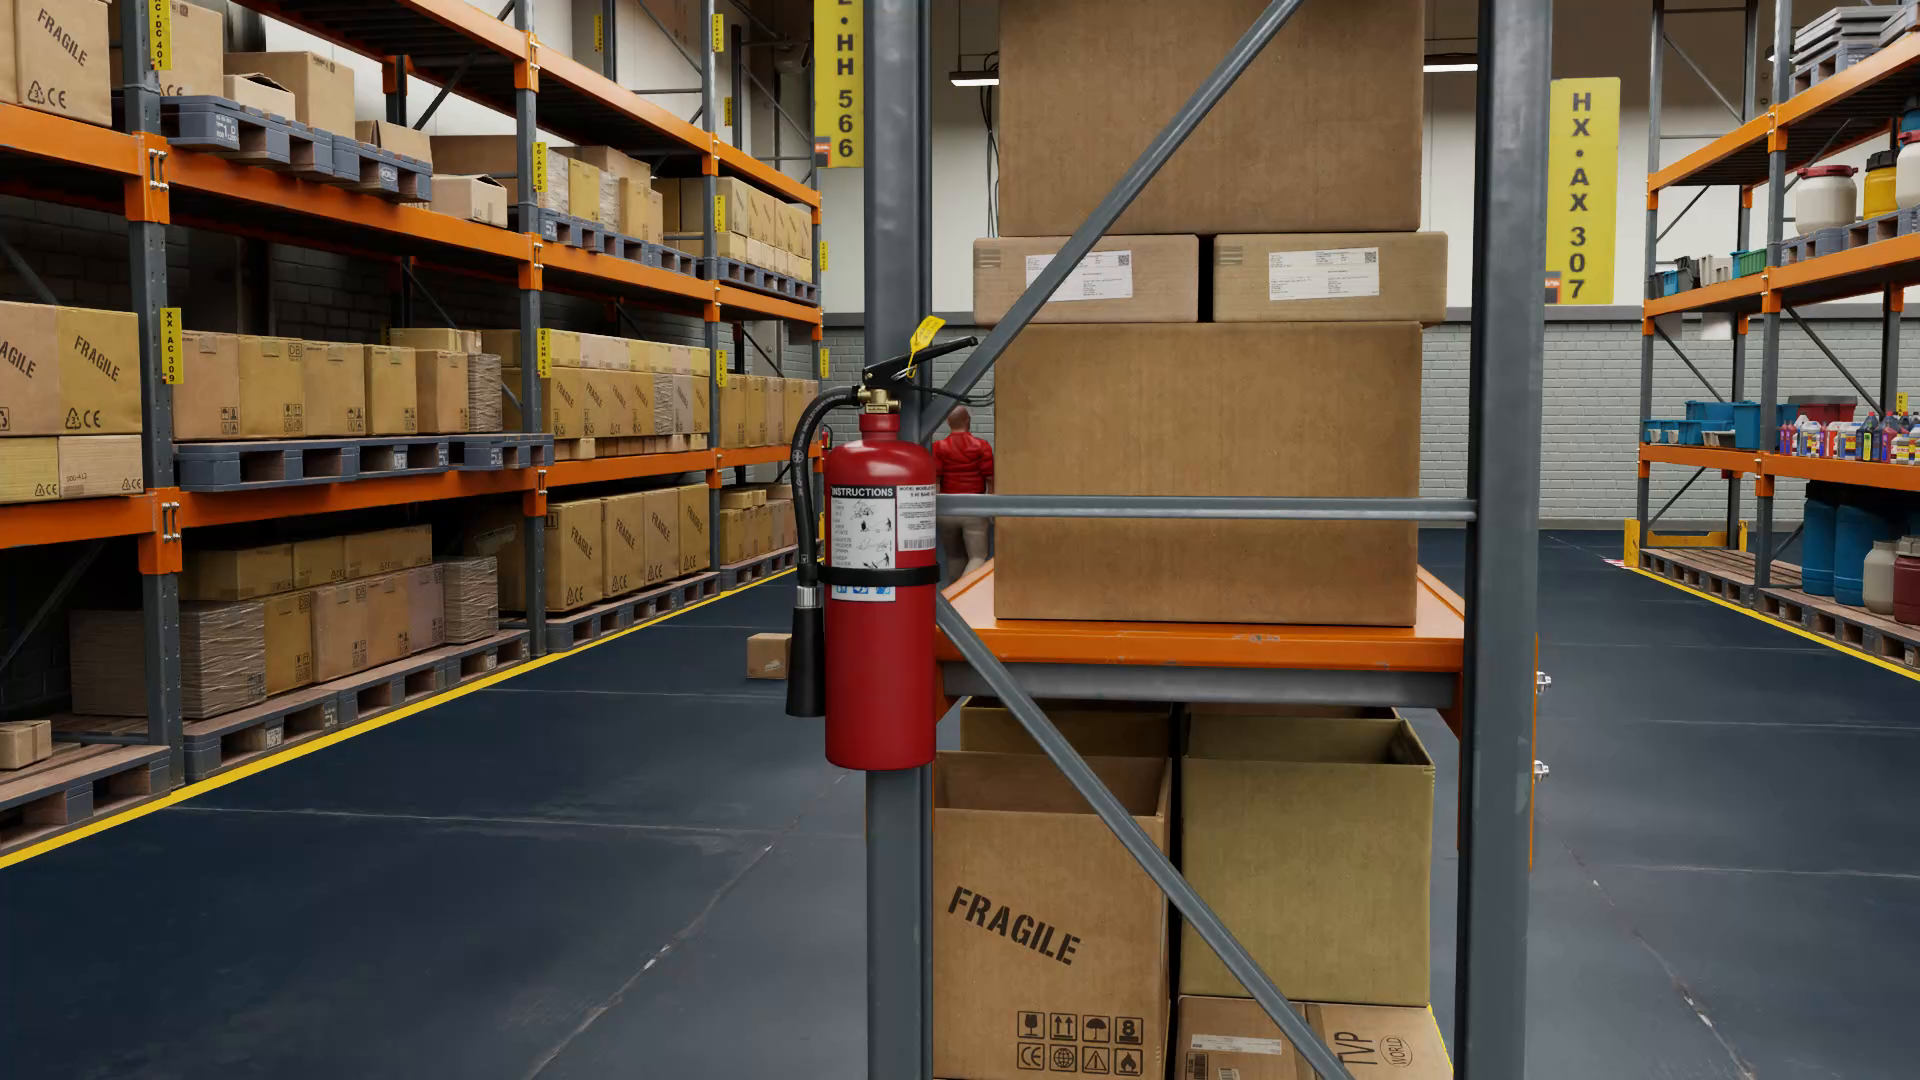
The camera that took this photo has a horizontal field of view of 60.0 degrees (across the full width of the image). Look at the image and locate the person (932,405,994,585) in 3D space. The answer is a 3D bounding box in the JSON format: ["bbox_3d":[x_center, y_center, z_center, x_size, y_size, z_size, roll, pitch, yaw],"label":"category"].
[{"bbox_3d":[0.038,-0.204,12.878,0.553,1.670,0.925,1,5,14],"label":"person"}]
